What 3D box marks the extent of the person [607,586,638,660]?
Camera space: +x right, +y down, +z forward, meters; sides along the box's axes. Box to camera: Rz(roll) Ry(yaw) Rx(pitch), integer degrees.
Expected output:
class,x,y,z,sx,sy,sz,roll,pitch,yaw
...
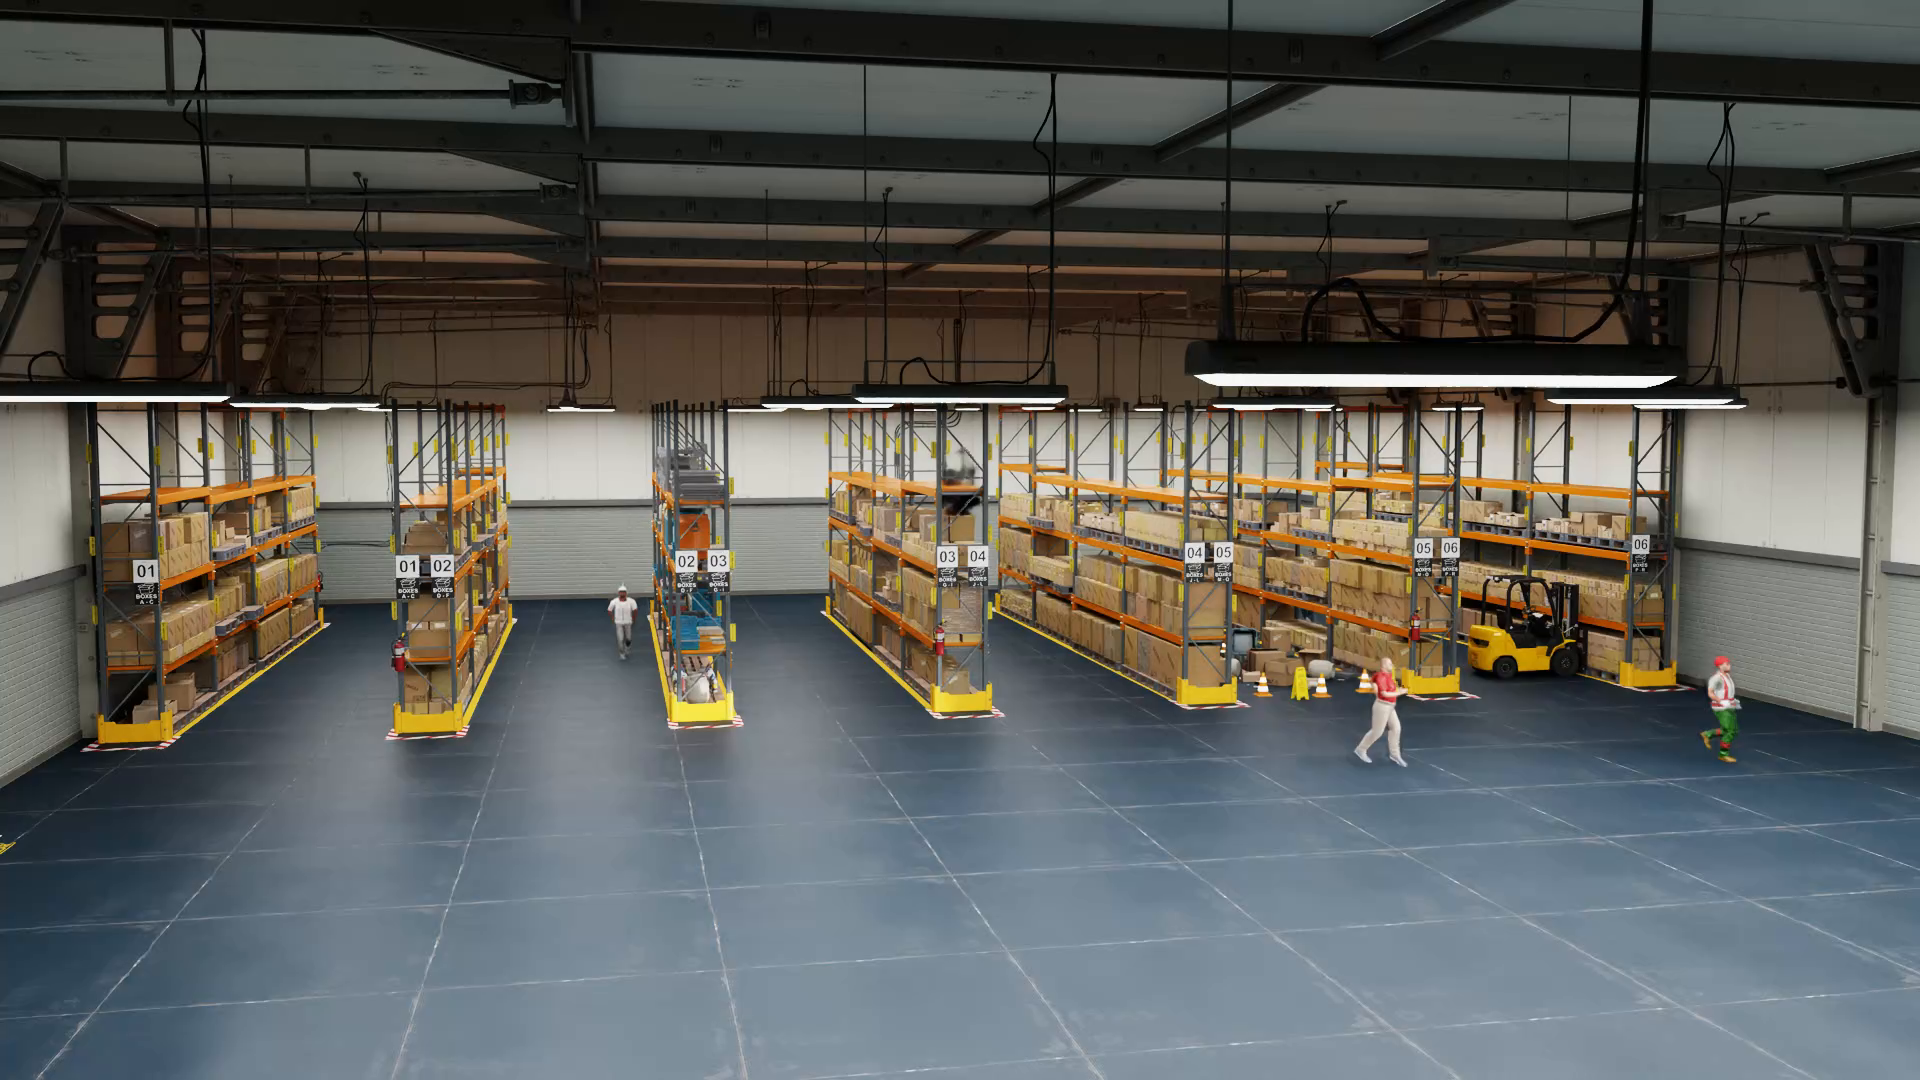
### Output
class,x,y,z,sx,sy,sz,roll,pitch,yaw
person,-7.874,1.936,38.848,0.696,1.718,0.605,-1,4,-15

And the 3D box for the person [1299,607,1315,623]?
class,x,y,z,sx,sy,sz,roll,pitch,yaw
person,9.287,1.581,44.496,0.560,1.555,0.745,0,4,-5

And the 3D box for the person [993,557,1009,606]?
class,x,y,z,sx,sy,sz,roll,pitch,yaw
person,1.332,1.059,50.201,0.875,1.786,0.669,-4,6,-43

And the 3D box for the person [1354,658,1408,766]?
class,x,y,z,sx,sy,sz,roll,pitch,yaw
person,6.890,2.809,27.172,0.847,1.792,0.664,2,5,25

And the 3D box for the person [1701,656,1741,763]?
class,x,y,z,sx,sy,sz,roll,pitch,yaw
person,12.564,2.786,27.526,0.615,1.745,0.656,4,6,45
